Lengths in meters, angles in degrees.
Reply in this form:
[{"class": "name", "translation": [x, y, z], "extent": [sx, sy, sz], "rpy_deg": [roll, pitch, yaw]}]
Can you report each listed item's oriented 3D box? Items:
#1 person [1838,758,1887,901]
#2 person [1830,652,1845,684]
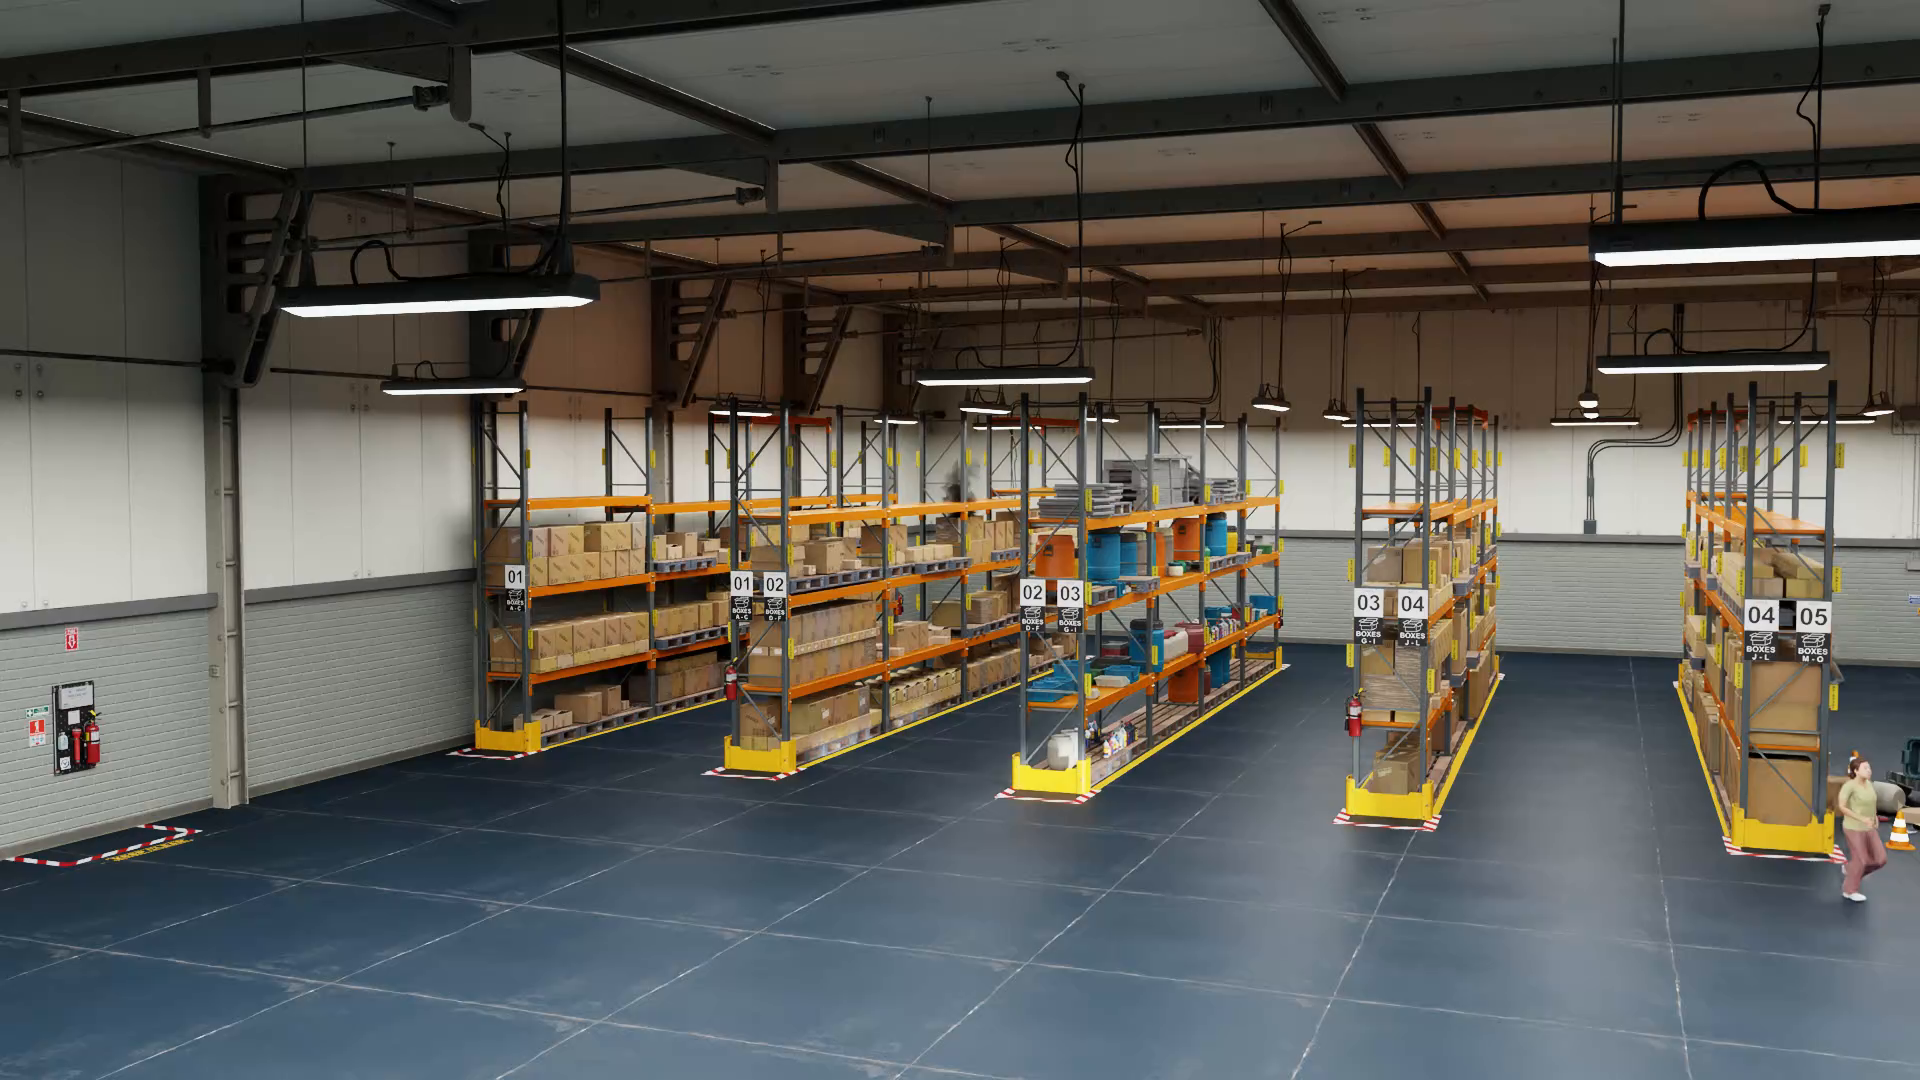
[{"class": "person", "translation": [10.188, 3.275, 18.805], "extent": [0.621, 1.603, 0.566], "rpy_deg": [-1, 3, -22]}, {"class": "person", "translation": [19.020, 2.383, 36.739], "extent": [0.938, 1.726, 0.649], "rpy_deg": [1, 3, 16]}]
